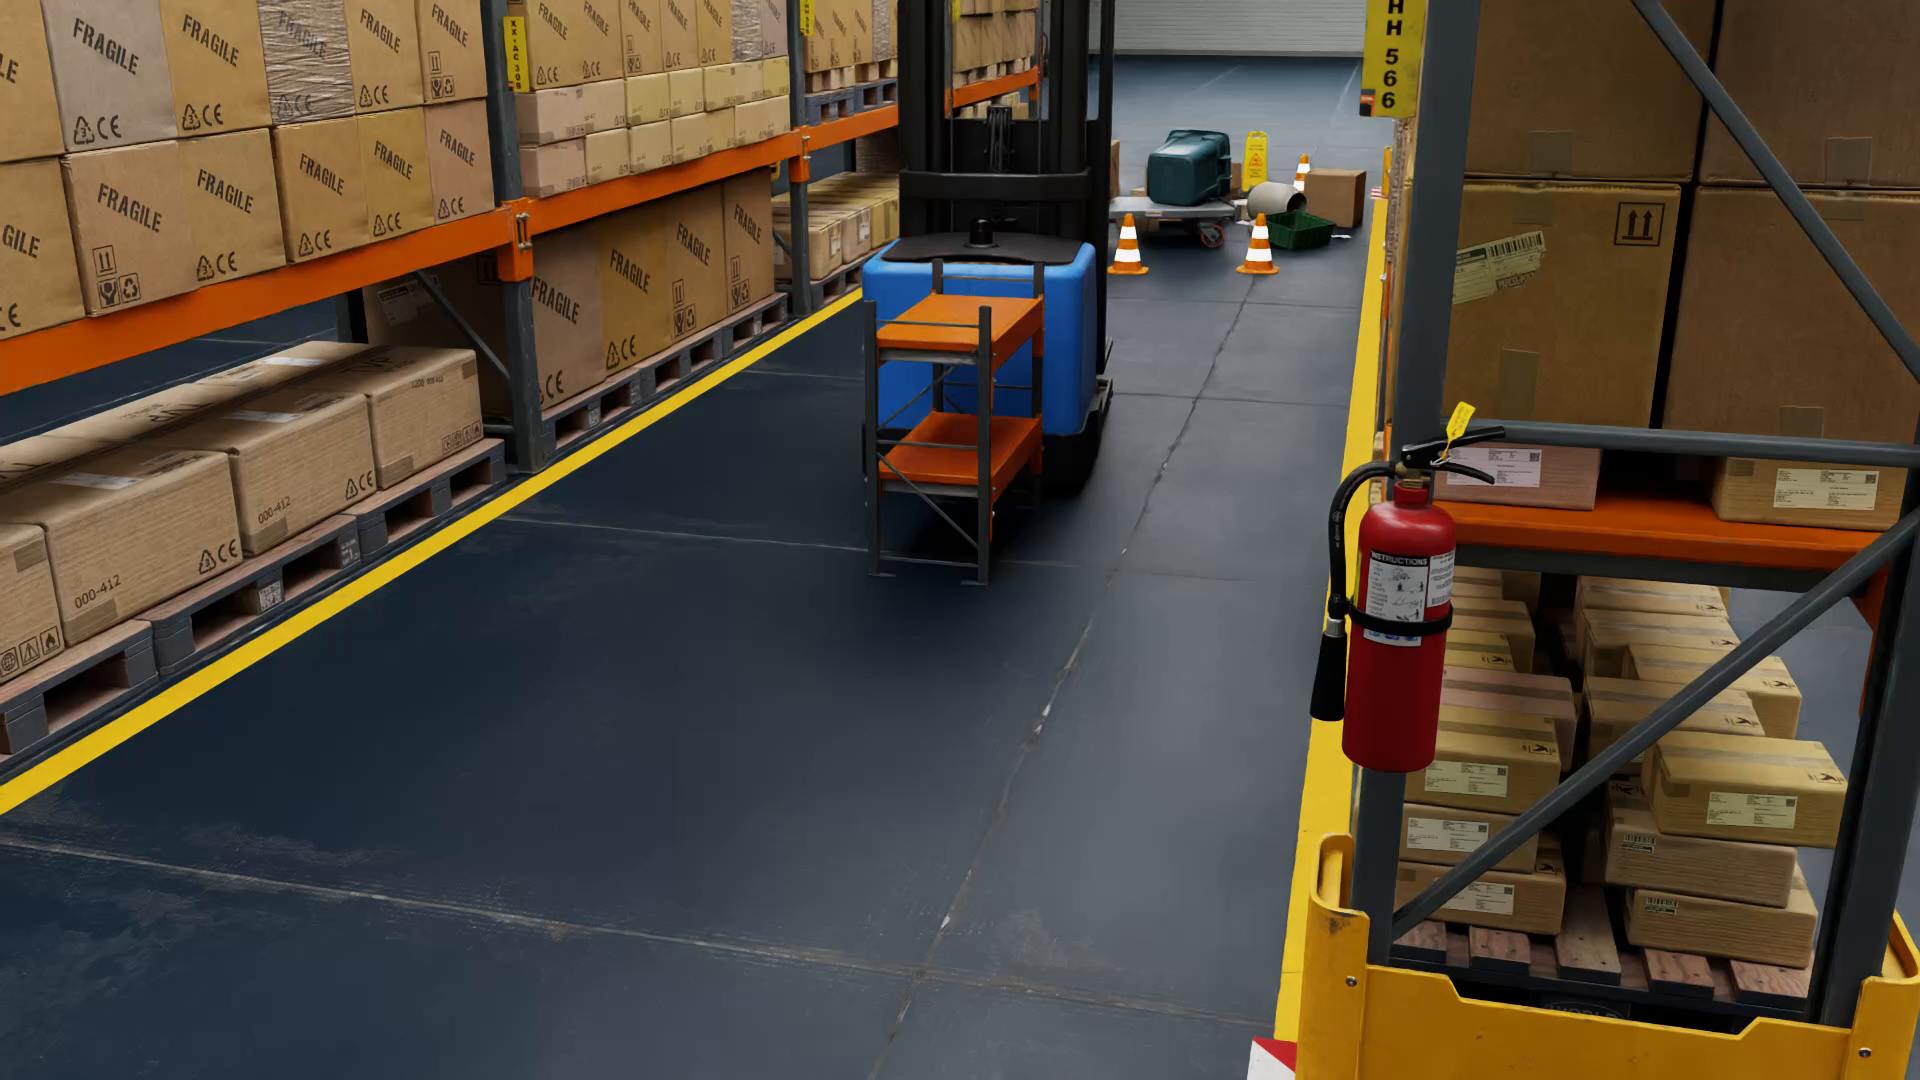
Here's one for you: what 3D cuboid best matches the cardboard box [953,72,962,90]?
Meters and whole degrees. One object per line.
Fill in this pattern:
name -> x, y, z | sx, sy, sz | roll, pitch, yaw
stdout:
cardboard box -> -0.197, -4.248, 15.373 | 0.380, 0.149, 0.250 | 5, 19, 13

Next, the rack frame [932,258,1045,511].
rack frame -> 0.123, -0.690, 7.466 | 0.500, 1.125, 0.032 | 5, 19, 13

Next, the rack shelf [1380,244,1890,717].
rack shelf -> 1.797, -0.460, 5.006 | 1.077, 0.370, 4.000 | 5, 19, 13

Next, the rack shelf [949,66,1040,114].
rack shelf -> -0.096, -4.580, 17.069 | 1.077, 0.370, 4.000 | 5, 19, 13

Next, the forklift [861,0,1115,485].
forklift -> 0.265, -2.078, 8.737 | 1.130, 2.935, 3.031 | 3, 19, 8

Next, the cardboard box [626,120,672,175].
cardboard box -> -1.910, -2.154, 9.085 | 0.500, 0.250, 0.500 | 4, 19, 13

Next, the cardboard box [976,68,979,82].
cardboard box -> -0.021, -4.578, 16.339 | 0.380, 0.149, 0.250 | 5, 19, 13

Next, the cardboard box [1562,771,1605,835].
cardboard box -> 1.785, 0.671, 4.342 | 0.380, 0.149, 0.250 | 5, 19, 14

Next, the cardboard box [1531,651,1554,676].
cardboard box -> 1.451, 0.409, 4.649 | 0.380, 0.149, 0.250 | 4, 19, 13

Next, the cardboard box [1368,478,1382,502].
cardboard box -> 1.885, -0.188, 6.858 | 0.380, 0.149, 0.250 | 4, 19, 11

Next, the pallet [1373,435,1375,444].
pallet -> 2.474, -0.352, 7.890 | 1.003, 0.211, 1.213 | 5, 19, 13

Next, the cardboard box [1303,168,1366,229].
cardboard box -> 3.624, -3.320, 16.131 | 0.500, 0.500, 0.500 | 8, 21, 23

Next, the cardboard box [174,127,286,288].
cardboard box -> -2.776, -1.185, 5.861 | 0.500, 0.500, 0.500 | 5, 20, 15

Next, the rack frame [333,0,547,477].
rack frame -> -2.539, -1.786, 7.777 | 1.000, 3.000, 0.127 | 5, 19, 13

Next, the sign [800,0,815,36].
sign -> -1.023, -3.545, 11.135 | 0.100, 0.325, 0.005 | 5, 19, 13

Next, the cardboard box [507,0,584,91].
cardboard box -> -2.153, -2.422, 7.936 | 0.500, 0.500, 0.500 | 5, 19, 14

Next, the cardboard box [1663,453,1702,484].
cardboard box -> 1.727, -0.213, 3.559 | 0.380, 0.149, 0.250 | 5, 20, 15

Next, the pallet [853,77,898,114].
pallet -> -1.118, -3.573, 13.304 | 1.003, 0.211, 1.213 | 5, 19, 13

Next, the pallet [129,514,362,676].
pallet -> -3.097, 0.149, 6.425 | 1.003, 0.211, 1.213 | 5, 19, 13

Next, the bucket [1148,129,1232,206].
bucket -> 2.038, -3.329, 15.007 | 0.726, 0.611, 0.620 | 12, 32, 32

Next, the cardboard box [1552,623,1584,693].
cardboard box -> 1.921, 0.365, 4.780 | 0.380, 0.149, 0.250 | 4, 19, 11

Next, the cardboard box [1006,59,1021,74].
cardboard box -> 0.437, -5.045, 17.705 | 0.380, 0.149, 0.250 | 5, 19, 14

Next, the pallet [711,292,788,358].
pallet -> -1.828, -1.479, 11.192 | 1.003, 0.211, 1.213 | 5, 19, 13

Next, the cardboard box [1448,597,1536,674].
cardboard box -> 1.374, 0.268, 4.603 | 0.380, 0.149, 0.250 | 4, 19, 11

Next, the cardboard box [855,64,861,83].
cardboard box -> -0.987, -3.633, 12.922 | 0.380, 0.149, 0.250 | 5, 20, 16

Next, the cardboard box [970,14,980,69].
cardboard box -> -0.107, -4.757, 15.859 | 0.500, 0.500, 0.500 | 5, 19, 13

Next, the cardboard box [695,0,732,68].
cardboard box -> -1.680, -3.061, 9.807 | 0.500, 0.500, 0.500 | 5, 19, 13

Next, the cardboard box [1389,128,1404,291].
cardboard box -> 1.546, -0.999, 4.856 | 0.500, 0.500, 0.500 | 6, 20, 16

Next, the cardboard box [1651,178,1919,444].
cardboard box -> 1.686, -0.480, 3.338 | 0.500, 0.500, 0.500 | 6, 20, 16

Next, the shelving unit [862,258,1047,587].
shelving unit -> -0.002, -0.530, 7.000 | 0.538, 1.125, 1.048 | 5, 19, 13

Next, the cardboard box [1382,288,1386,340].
cardboard box -> 2.222, -1.051, 7.682 | 0.500, 0.250, 0.500 | 4, 19, 12

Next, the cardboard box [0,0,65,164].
cardboard box -> -3.004, -1.343, 4.779 | 0.500, 0.500, 0.500 | 4, 19, 12

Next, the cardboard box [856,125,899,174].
cardboard box -> -0.700, -3.753, 15.978 | 0.500, 0.500, 0.500 | 4, 19, 13

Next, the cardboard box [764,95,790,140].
cardboard box -> -1.434, -2.790, 10.947 | 0.500, 0.250, 0.500 | 4, 19, 11

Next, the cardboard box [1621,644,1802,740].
cardboard box -> 1.902, 0.393, 4.236 | 0.380, 0.149, 0.250 | 5, 19, 13

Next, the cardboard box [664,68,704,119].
cardboard box -> -1.787, -2.548, 9.465 | 0.500, 0.250, 0.500 | 4, 19, 12

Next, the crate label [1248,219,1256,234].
crate label -> 2.850, -2.916, 15.513 | 0.298, 0.136, 0.250 | -9, 21, -24

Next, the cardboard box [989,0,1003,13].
cardboard box -> 0.028, -5.389, 16.164 | 0.700, 0.500, 0.500 | 4, 19, 12

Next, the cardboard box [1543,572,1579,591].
cardboard box -> 2.037, 0.058, 5.218 | 0.380, 0.149, 0.250 | 5, 19, 14

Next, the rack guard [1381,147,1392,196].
rack guard -> 5.223, -4.013, 18.163 | 1.175, 0.500, 0.348 | 5, 19, 13

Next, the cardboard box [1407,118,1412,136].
cardboard box -> 1.303, -1.156, 3.771 | 0.500, 0.500, 0.500 | 4, 19, 12

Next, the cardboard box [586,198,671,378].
cardboard box -> -2.252, -1.464, 9.470 | 0.875, 0.875, 0.875 | 5, 20, 15

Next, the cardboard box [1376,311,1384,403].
cardboard box -> 2.348, -0.855, 8.269 | 0.500, 0.500, 0.500 | 4, 19, 12

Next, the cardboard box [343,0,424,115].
cardboard box -> -2.519, -1.979, 6.638 | 0.500, 0.500, 0.500 | 4, 19, 13

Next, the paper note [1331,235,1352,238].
paper note -> 3.526, -2.812, 15.372 | 0.147, 0.020, 0.142 | -9, 21, -24

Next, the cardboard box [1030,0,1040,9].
cardboard box -> 0.480, -6.031, 18.043 | 0.700, 0.500, 0.500 | 4, 19, 12

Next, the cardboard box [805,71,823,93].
cardboard box -> -1.201, -3.293, 11.927 | 0.380, 0.149, 0.250 | 3, 19, 10

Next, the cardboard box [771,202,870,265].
cardboard box -> -1.242, -2.403, 12.999 | 0.950, 0.372, 0.625 | 4, 19, 12

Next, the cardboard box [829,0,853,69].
cardboard box -> -1.107, -3.713, 12.154 | 0.500, 0.500, 0.500 | 6, 20, 16

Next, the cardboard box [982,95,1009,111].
cardboard box -> 0.295, -4.554, 17.320 | 0.380, 0.149, 0.250 | 6, 20, 16

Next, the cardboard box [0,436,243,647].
cardboard box -> -3.237, -0.021, 5.923 | 0.875, 0.438, 0.875 | 5, 20, 15

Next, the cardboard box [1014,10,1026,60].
cardboard box -> 0.400, -5.387, 17.704 | 0.500, 0.500, 0.500 | 5, 19, 14

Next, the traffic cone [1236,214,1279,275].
traffic cone -> 2.448, -2.433, 13.594 | 0.336, 0.463, 0.334 | 5, 19, 13
